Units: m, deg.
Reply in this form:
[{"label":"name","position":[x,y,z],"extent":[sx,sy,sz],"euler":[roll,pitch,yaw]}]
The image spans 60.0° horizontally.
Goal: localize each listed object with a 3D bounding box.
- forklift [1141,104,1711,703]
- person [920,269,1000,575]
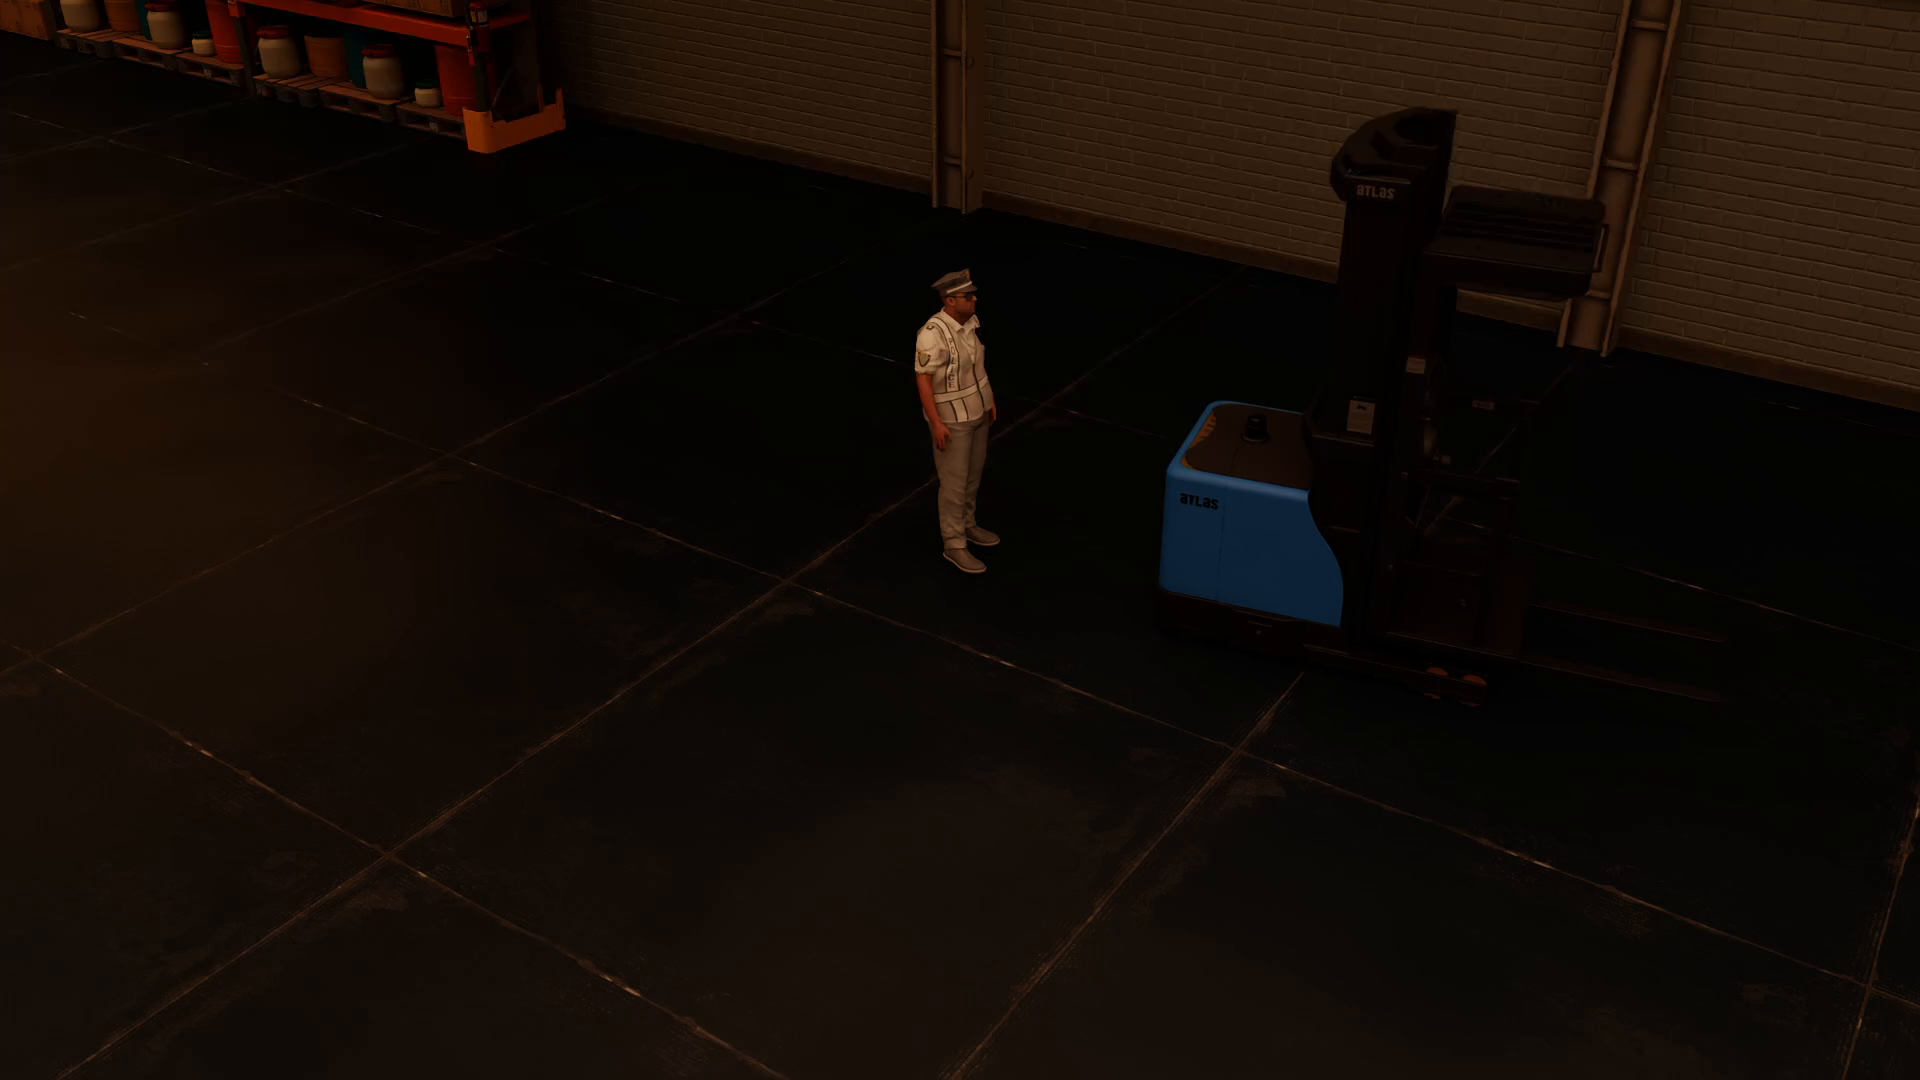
[{"label":"forklift","position":[2.613,-0.690,8.769],"extent":[3.031,2.935,1.130],"euler":[12,32,19]},{"label":"person","position":[0.039,-0.749,10.009],"extent":[0.517,1.782,0.688],"euler":[12,32,19]}]
